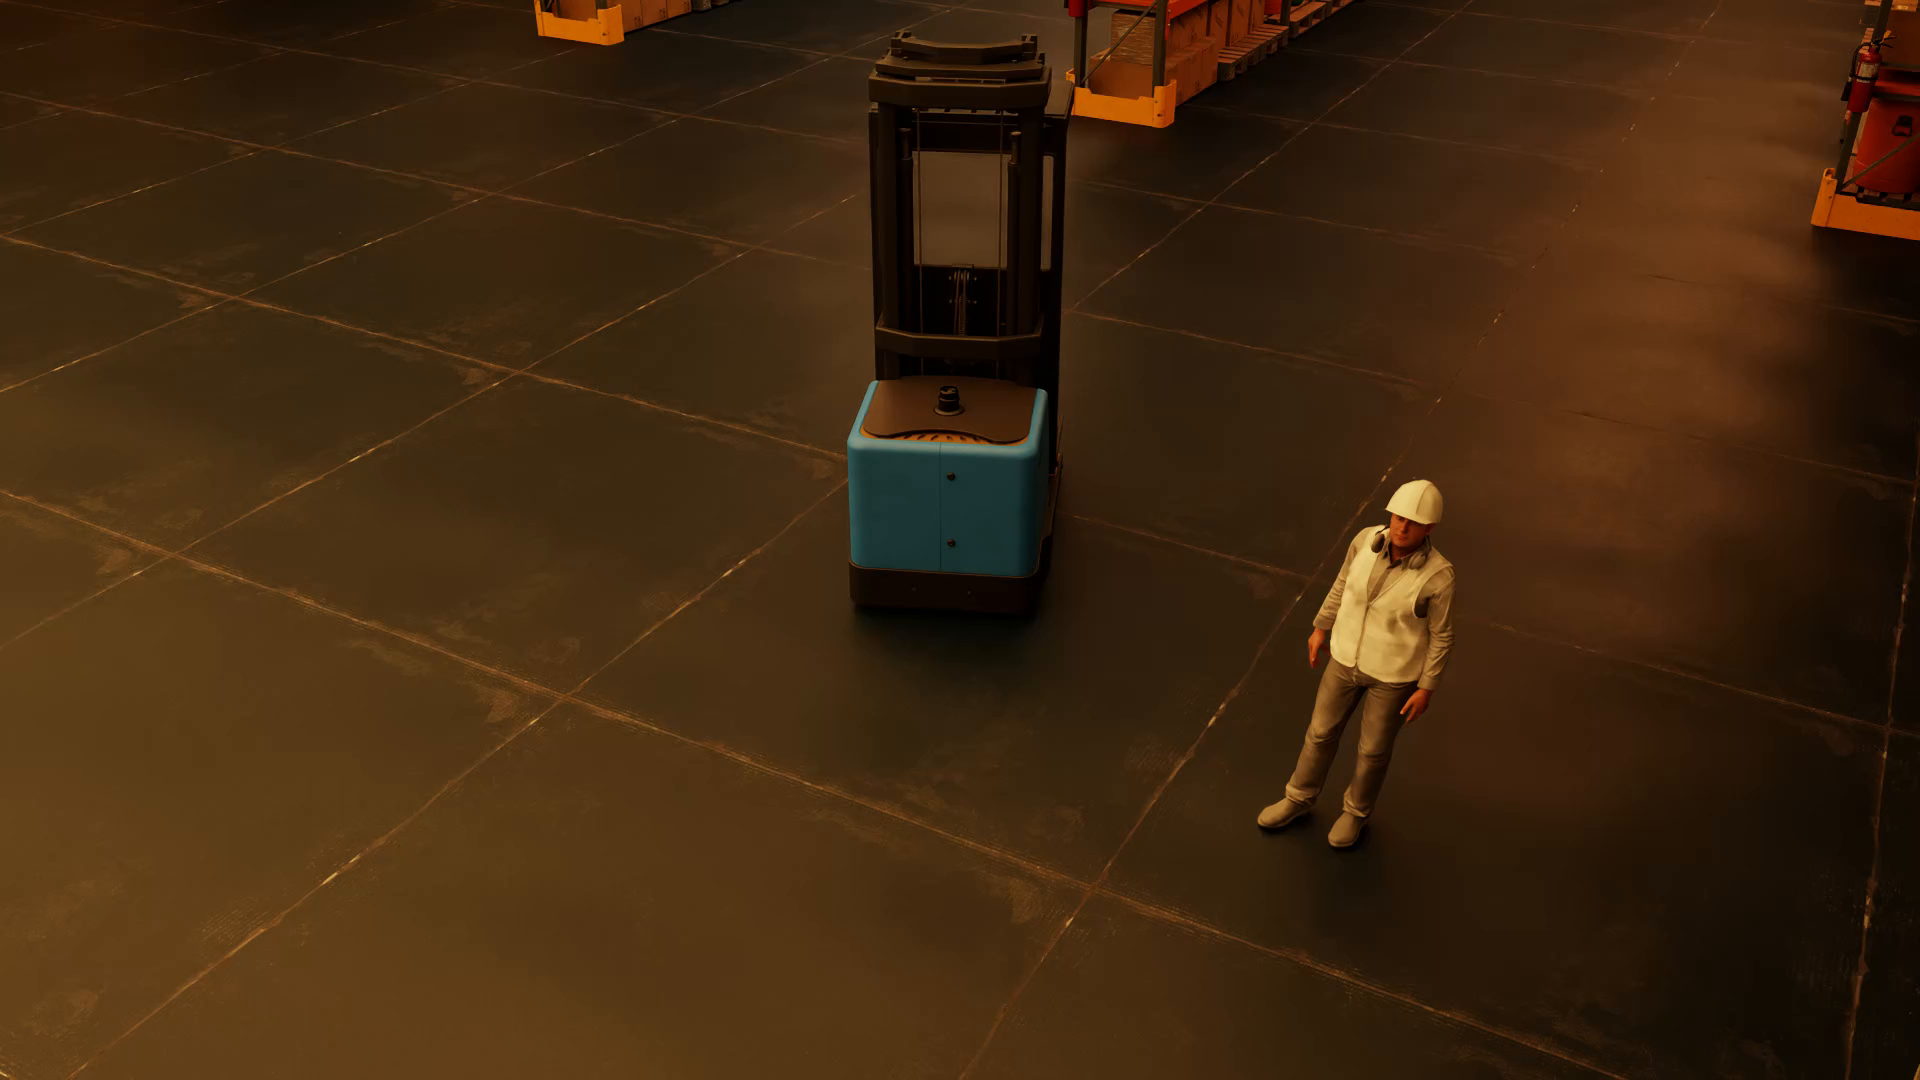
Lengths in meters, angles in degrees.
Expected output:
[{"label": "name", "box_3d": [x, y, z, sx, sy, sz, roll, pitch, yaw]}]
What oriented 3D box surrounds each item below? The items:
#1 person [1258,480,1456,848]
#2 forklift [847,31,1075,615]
[{"label": "person", "box_3d": [1.770, 0.559, 7.244, 0.570, 1.773, 0.630, -26, 39, -37]}, {"label": "forklift", "box_3d": [0.072, -1.572, 9.794, 1.130, 2.935, 3.031, 3, 30, 6]}]
